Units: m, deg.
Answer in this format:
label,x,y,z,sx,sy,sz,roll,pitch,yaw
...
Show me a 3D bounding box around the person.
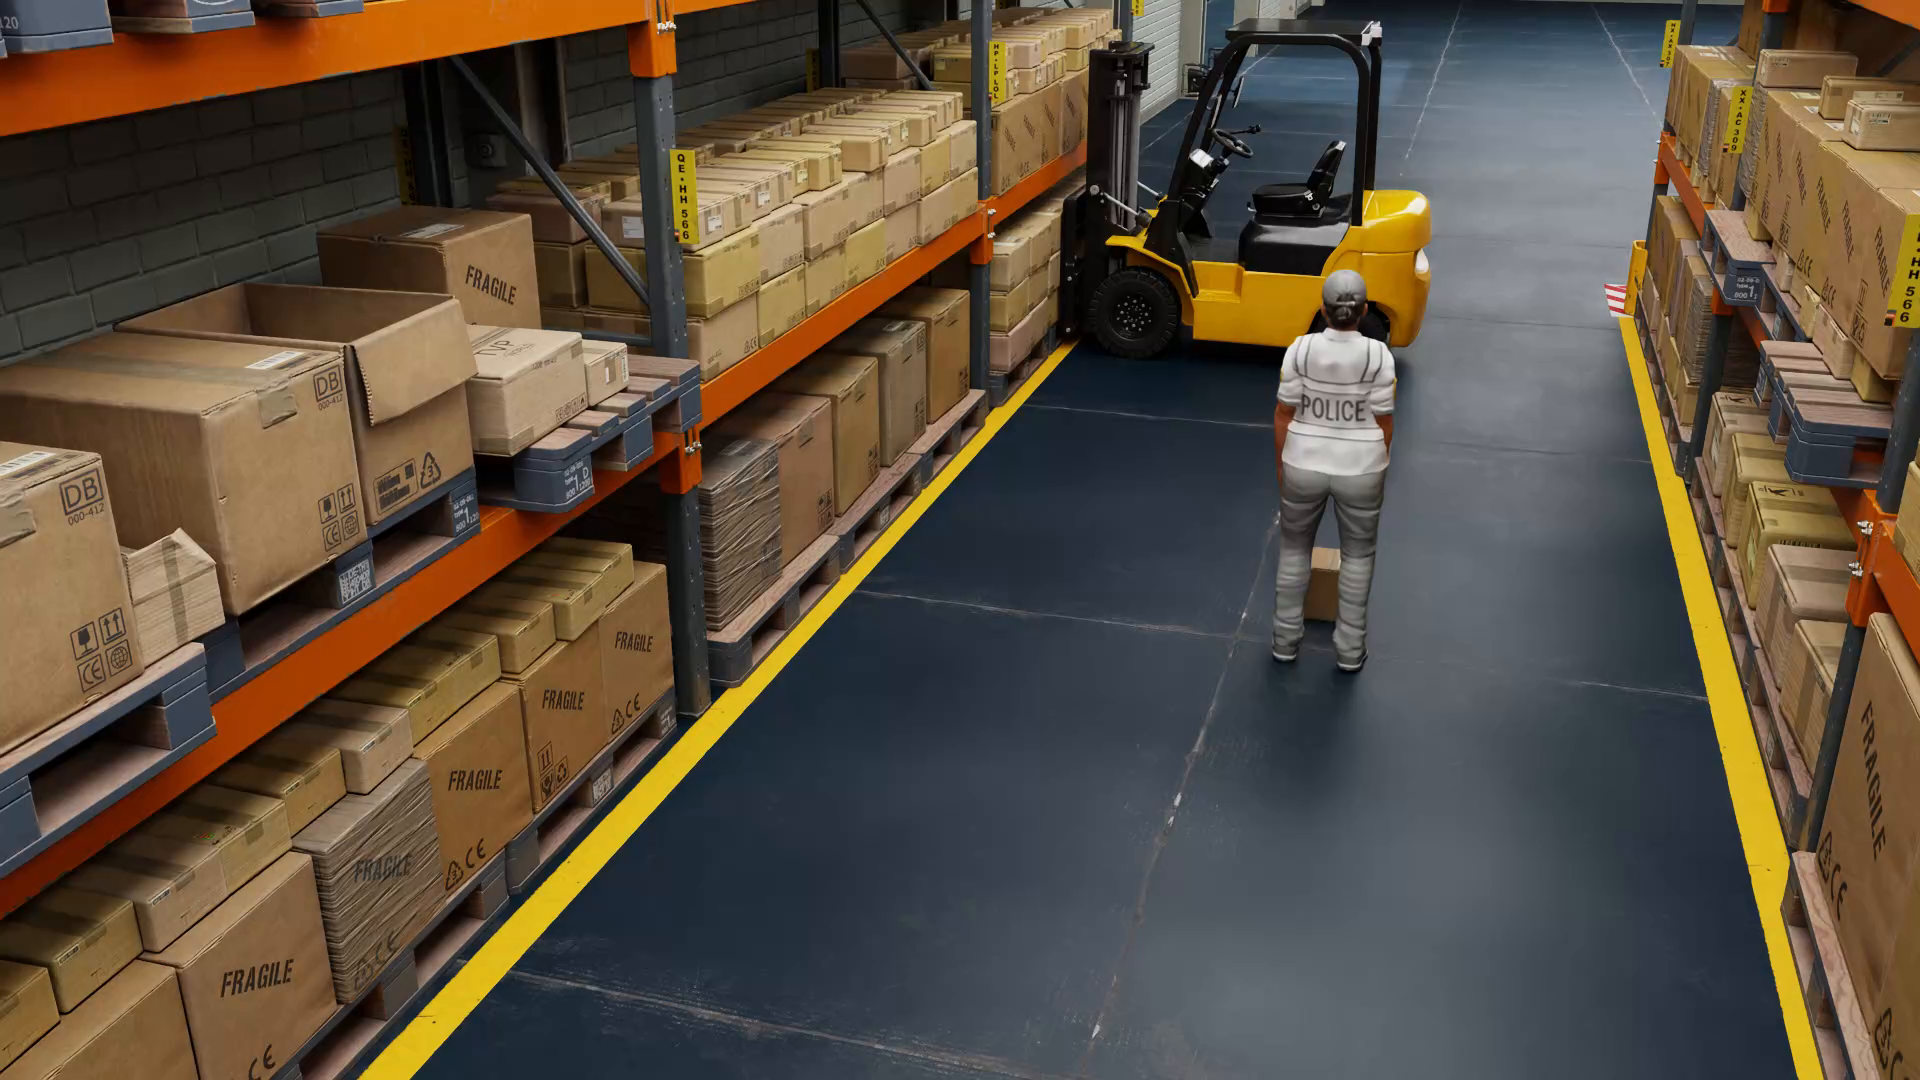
label,x,y,z,sx,sy,sz,roll,pitch,yaw
person,1.503,-0.271,6.790,0.478,1.648,0.410,7,23,17
